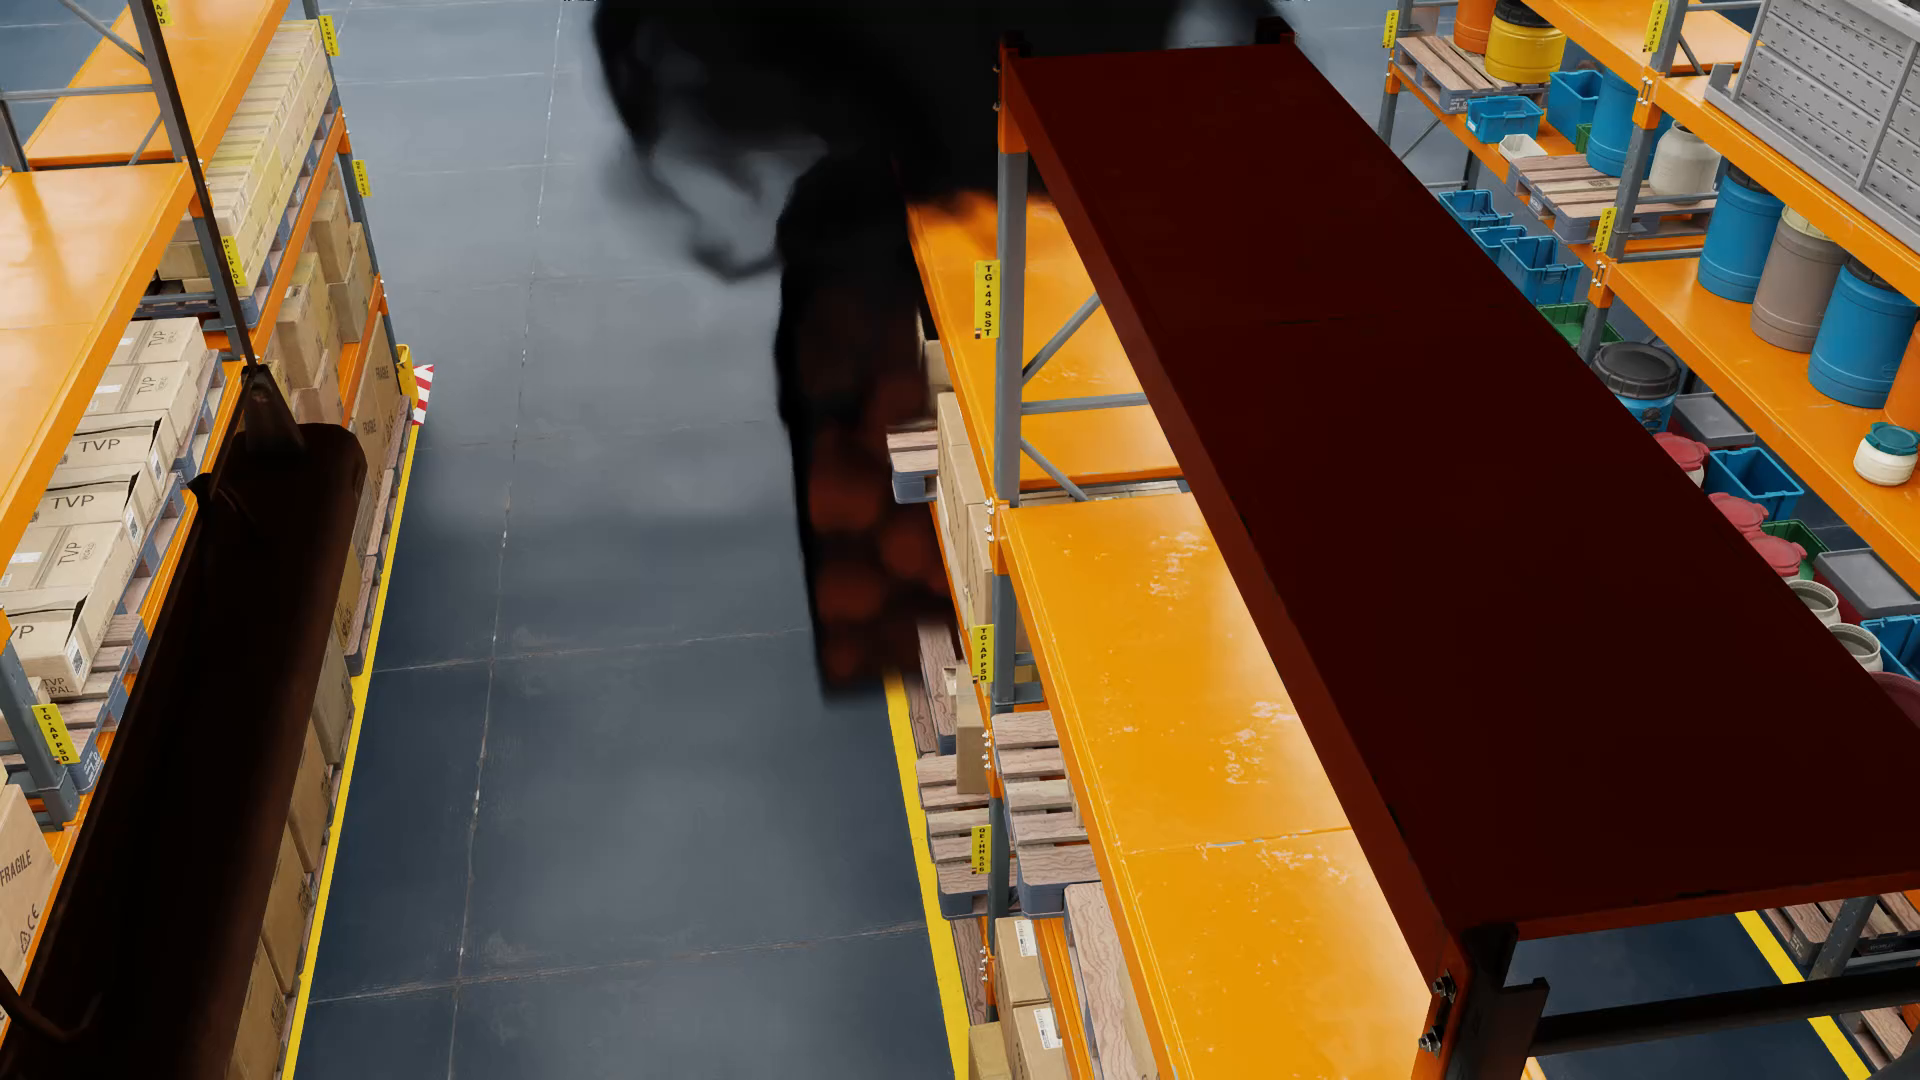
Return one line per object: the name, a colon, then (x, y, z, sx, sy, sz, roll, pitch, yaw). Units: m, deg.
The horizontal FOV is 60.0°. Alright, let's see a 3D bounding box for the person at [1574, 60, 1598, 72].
person: (6.706, -4.450, 18.172, 0.714, 1.639, 0.517, 9, 37, 13)
